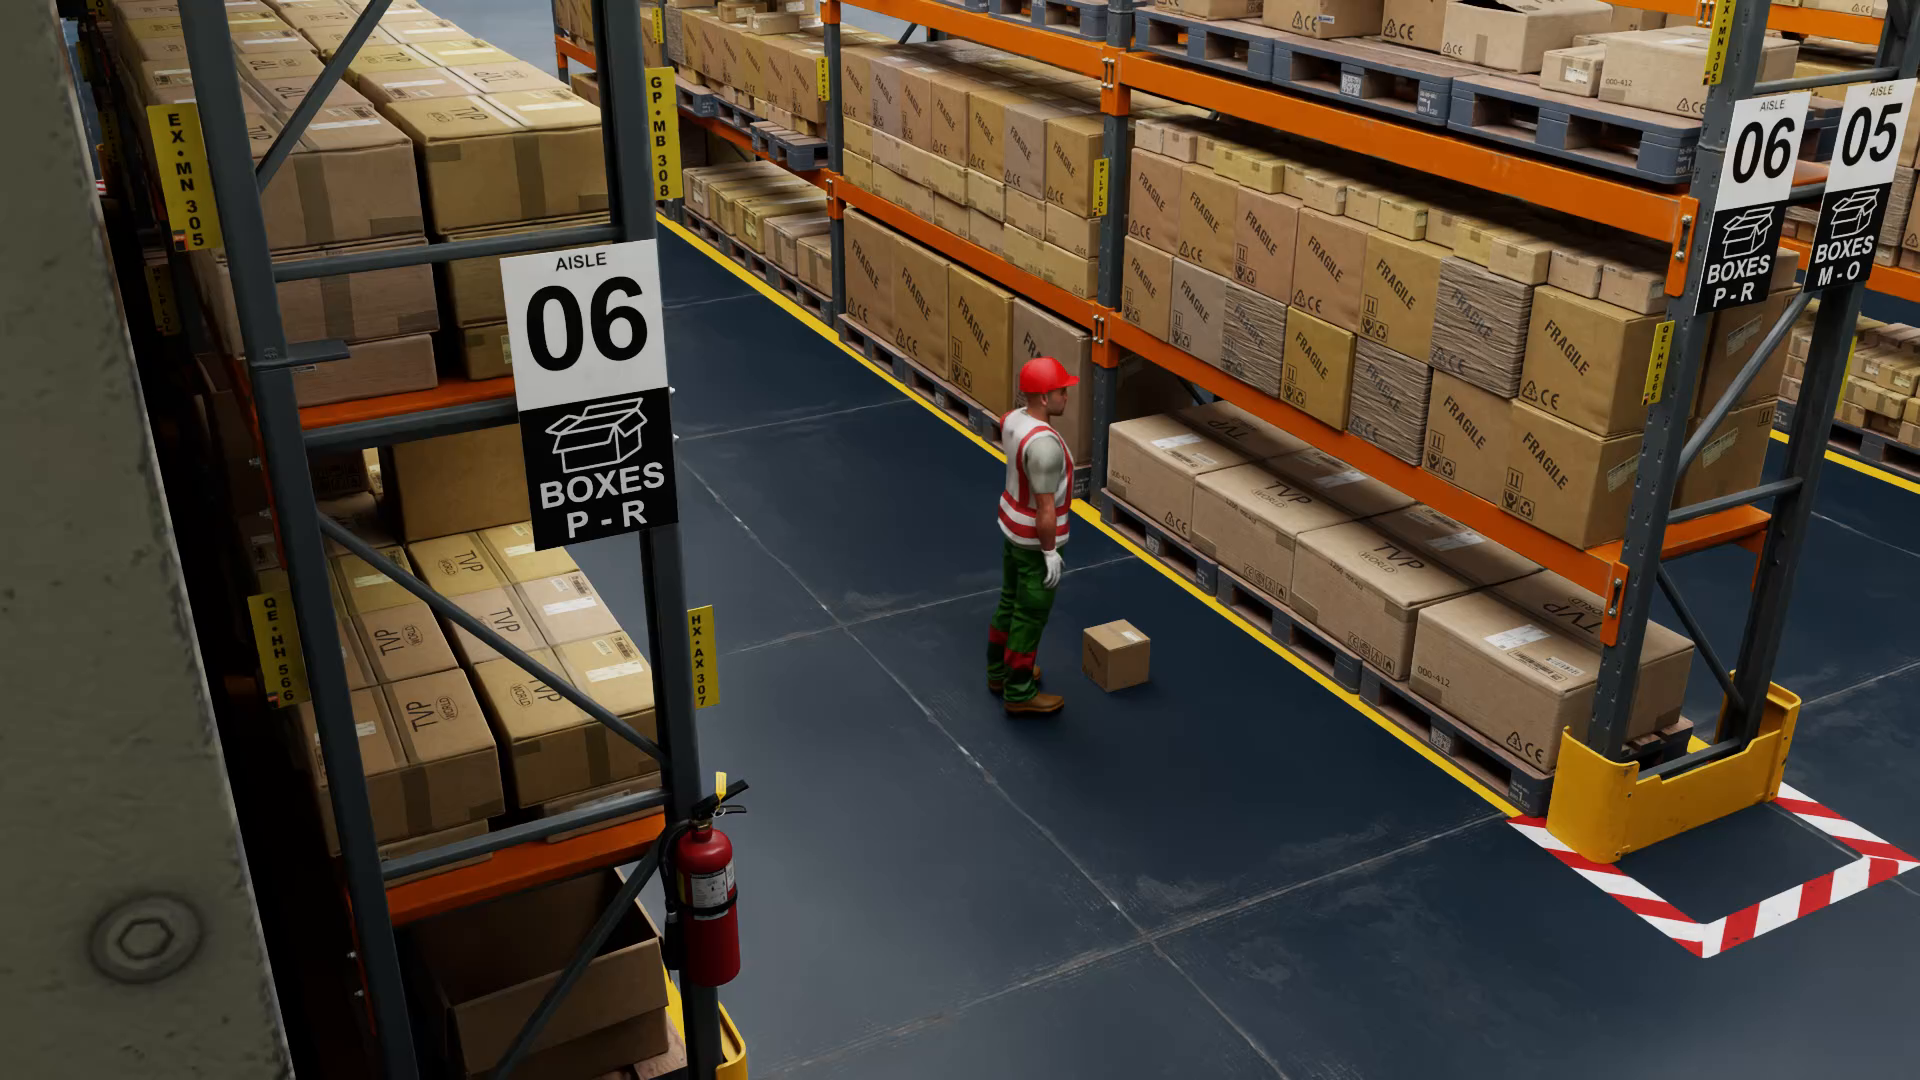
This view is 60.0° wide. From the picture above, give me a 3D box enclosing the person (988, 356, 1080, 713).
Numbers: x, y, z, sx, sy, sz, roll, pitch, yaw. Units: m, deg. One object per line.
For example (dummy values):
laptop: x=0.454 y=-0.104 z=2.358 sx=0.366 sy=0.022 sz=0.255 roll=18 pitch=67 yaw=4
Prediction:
person: x=0.374 y=-0.017 z=7.972 sx=0.371 sy=1.788 sz=0.569 roll=-10 pitch=27 yaw=-19
